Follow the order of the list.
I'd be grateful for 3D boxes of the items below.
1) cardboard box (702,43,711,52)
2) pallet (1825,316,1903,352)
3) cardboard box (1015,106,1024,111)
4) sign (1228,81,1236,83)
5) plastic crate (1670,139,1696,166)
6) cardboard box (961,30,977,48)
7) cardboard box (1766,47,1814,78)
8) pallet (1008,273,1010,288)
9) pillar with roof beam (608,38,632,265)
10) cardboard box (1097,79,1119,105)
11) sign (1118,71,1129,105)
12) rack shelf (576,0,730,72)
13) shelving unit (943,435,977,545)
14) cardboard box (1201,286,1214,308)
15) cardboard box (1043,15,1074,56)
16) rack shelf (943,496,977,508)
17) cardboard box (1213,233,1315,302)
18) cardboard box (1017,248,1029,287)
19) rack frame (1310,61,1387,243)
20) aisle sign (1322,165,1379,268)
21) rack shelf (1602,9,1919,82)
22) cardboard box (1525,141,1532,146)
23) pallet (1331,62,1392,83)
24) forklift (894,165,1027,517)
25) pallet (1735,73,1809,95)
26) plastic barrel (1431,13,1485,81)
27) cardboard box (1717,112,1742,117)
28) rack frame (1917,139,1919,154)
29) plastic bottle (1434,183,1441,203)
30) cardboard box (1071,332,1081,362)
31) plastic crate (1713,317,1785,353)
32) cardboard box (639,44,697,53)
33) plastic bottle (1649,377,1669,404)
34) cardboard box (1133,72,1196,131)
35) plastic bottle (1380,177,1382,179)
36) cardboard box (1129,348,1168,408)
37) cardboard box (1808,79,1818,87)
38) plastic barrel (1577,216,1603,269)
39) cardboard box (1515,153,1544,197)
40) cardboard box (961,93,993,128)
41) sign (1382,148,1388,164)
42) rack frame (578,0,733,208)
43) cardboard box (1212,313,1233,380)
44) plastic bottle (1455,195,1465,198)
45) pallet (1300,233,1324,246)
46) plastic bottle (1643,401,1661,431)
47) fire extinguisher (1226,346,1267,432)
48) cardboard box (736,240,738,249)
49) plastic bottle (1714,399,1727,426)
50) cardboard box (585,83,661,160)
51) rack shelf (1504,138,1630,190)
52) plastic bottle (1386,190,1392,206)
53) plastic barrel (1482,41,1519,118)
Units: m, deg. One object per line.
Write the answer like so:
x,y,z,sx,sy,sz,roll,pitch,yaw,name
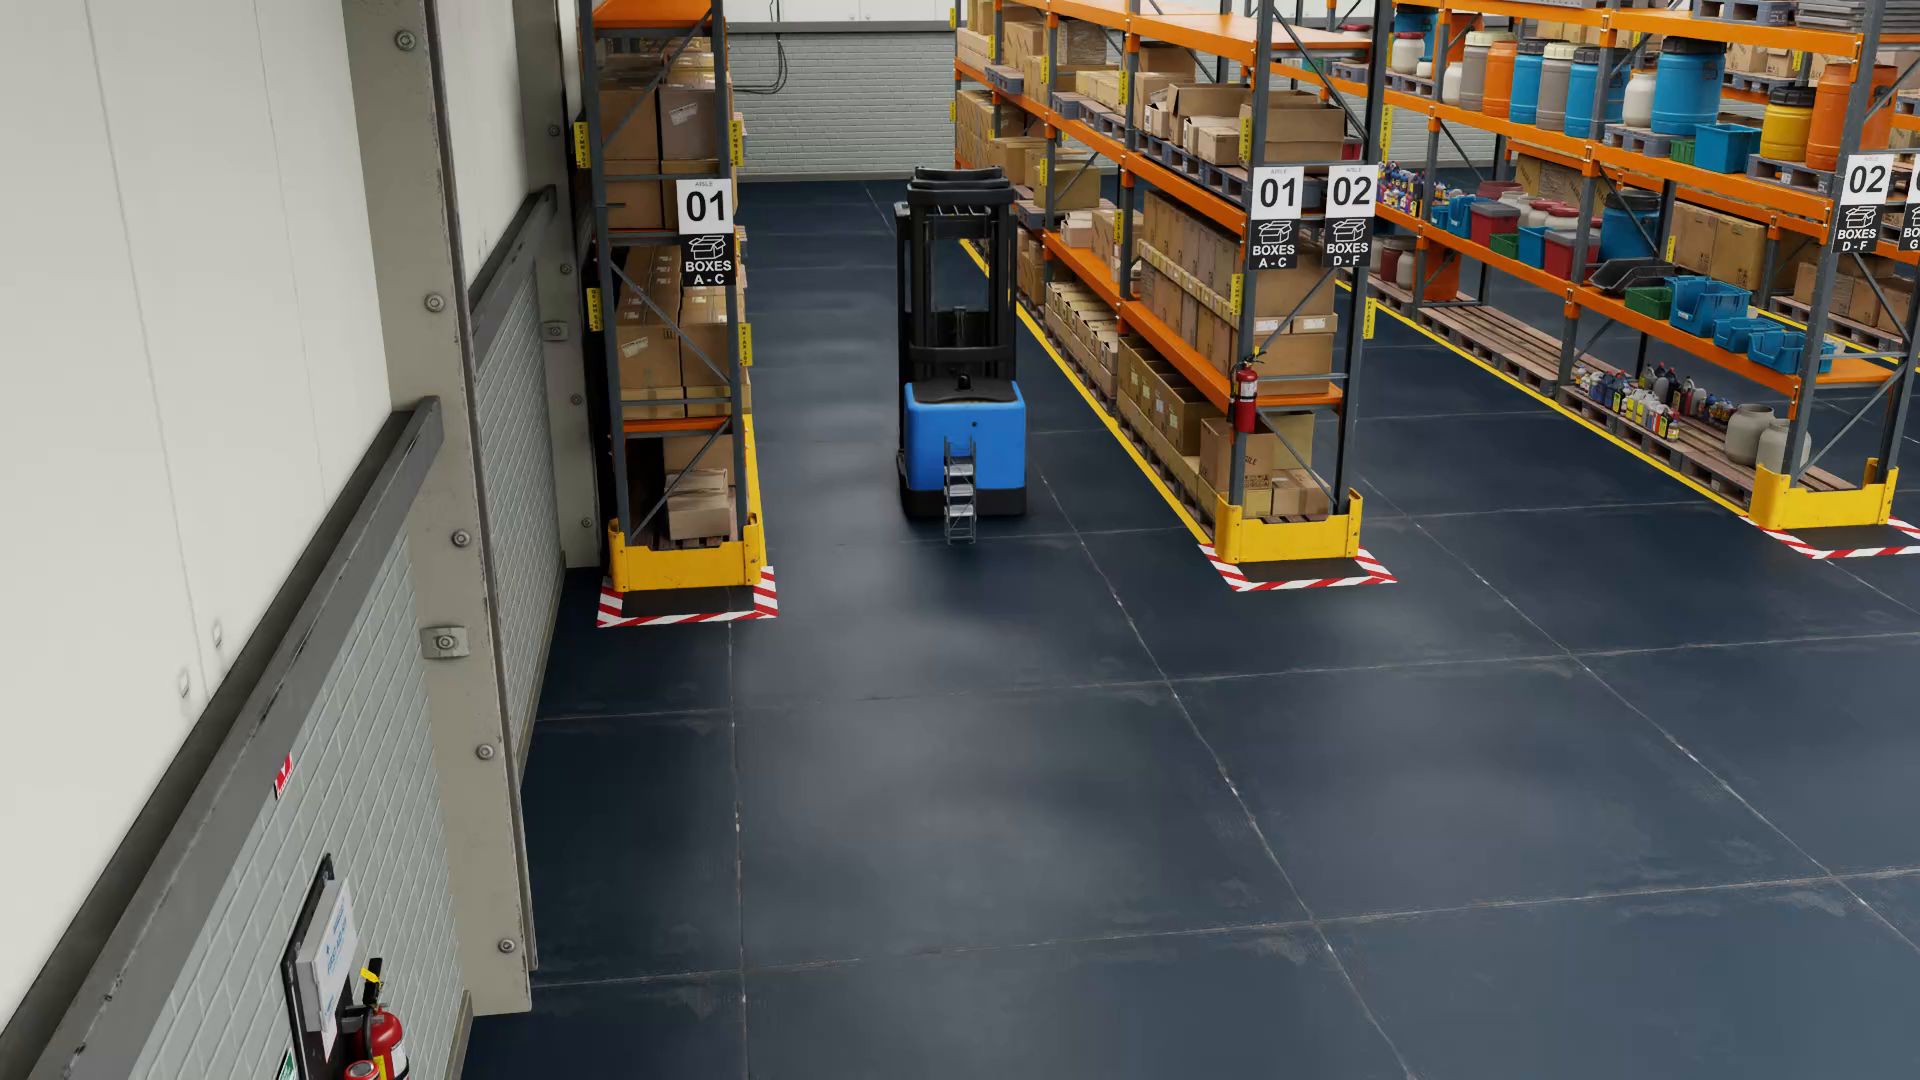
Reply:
-3.745,-7.040,23.963,0.500,0.250,0.500,-3,21,-8,cardboard box
11.658,-2.575,20.810,1.003,0.211,1.213,-3,21,-8,pallet
1.130,-6.332,25.310,0.500,0.500,0.500,-4,21,-9,cardboard box
2.697,-4.404,16.580,0.100,0.325,0.005,-3,21,-8,sign
7.008,-3.685,15.811,0.336,0.188,0.450,-3,21,-8,plastic crate
0.300,-8.050,26.695,0.500,0.250,0.500,-3,21,-8,cardboard box
11.216,-6.432,22.115,0.797,0.503,0.637,-2,21,-5,cardboard box
1.149,-3.874,24.288,1.003,0.211,1.213,-3,21,-8,pallet
-0.604,-8.436,23.940,9.100,9.000,0.400,-3,21,-8,pillar with roof beam
1.857,-5.074,18.841,0.500,0.250,0.500,-3,21,-9,cardboard box
1.612,-4.455,16.380,0.100,0.325,0.005,-3,21,-8,sign
-2.465,-4.219,13.683,1.077,0.370,4.000,-3,21,-8,rack shelf
-0.001,-0.424,14.066,0.258,0.900,0.210,-3,21,-8,shelving unit
2.332,-2.136,14.579,0.380,0.149,0.250,-2,21,-6,cardboard box
1.368,-6.500,21.475,0.500,0.500,0.500,-3,21,-8,cardboard box
-0.001,-0.309,14.109,0.258,0.077,0.200,-3,21,-8,rack shelf
2.581,-2.323,14.151,0.700,0.500,0.500,-3,21,-9,cardboard box
1.048,-3.783,23.002,0.500,0.500,0.500,-4,21,-10,cardboard box
5.897,-5.709,25.214,1.000,3.000,0.127,-3,21,-8,rack frame
3.037,-2.516,12.950,0.394,0.787,0.004,-3,21,-8,aisle sign
7.338,-4.533,15.091,1.077,0.370,4.000,-3,21,-8,rack shelf
10.022,-6.909,28.787,0.380,0.149,0.250,-3,21,-9,cardboard box
6.107,-6.759,24.009,1.213,0.211,1.003,-3,21,-8,pallet
-0.044,-2.046,15.504,1.130,2.935,3.031,-1,21,-4,forklift
11.229,-6.111,22.273,1.213,0.211,1.003,-2,21,-5,pallet
6.395,-6.324,21.360,0.600,0.830,0.708,-3,21,-8,plastic barrel
10.986,-6.017,24.461,0.797,0.503,0.637,-3,21,-7,cardboard box
15.721,-6.174,26.459,1.000,3.000,0.127,-3,21,-8,rack frame
6.608,-4.791,22.942,0.097,0.271,0.097,0,20,0,plastic bottle
1.584,-2.257,19.301,0.500,0.250,0.500,-2,21,-7,cardboard box
7.170,-1.868,15.143,0.499,0.251,0.408,-3,21,-8,plastic crate
-3.585,-5.828,20.475,0.700,0.500,0.500,-4,21,-11,cardboard box
7.313,-1.578,17.419,0.152,0.276,0.135,-3,21,-8,plastic bottle
1.960,-4.217,15.990,0.500,0.500,0.500,-1,21,-3,cardboard box
5.914,-4.967,23.411,0.097,0.271,0.097,0,20,0,plastic bottle
1.985,-1.601,16.475,0.500,0.500,0.500,-3,21,-8,cardboard box
11.191,-5.733,21.207,0.500,0.250,0.500,-3,21,-7,cardboard box
7.129,-3.345,18.691,0.433,0.535,0.433,0,20,0,plastic barrel
10.393,-6.328,29.307,0.875,0.875,0.875,-3,21,-8,cardboard box
0.304,-7.013,27.134,0.500,0.500,0.500,-3,21,-7,cardboard box
6.442,-5.866,25.239,0.100,0.325,0.005,-3,21,-8,sign
-2.177,-3.865,11.703,1.000,3.000,0.127,-3,21,-8,rack frame
2.589,-1.696,14.328,0.700,0.500,0.500,-2,21,-6,cardboard box
6.580,-4.424,21.952,0.152,0.276,0.135,-3,21,-8,plastic bottle
5.753,-4.655,26.379,1.003,0.211,1.213,-3,21,-8,pallet
6.899,-1.235,16.499,0.152,0.276,0.135,-3,21,-9,plastic bottle
2.282,-1.205,13.266,0.296,0.674,0.183,-3,21,-8,fire extinguisher
-2.379,-2.582,15.956,0.500,0.500,0.500,-3,21,-8,cardboard box
7.610,-1.279,16.624,0.097,0.271,0.097,0,20,0,plastic bottle
-2.498,-3.120,12.396,0.500,0.500,0.500,-2,21,-5,cardboard box
10.510,-6.314,27.863,1.077,0.370,4.000,-3,21,-8,rack shelf
5.877,-4.673,22.723,0.097,0.201,0.097,0,20,0,plastic bottle
6.471,-5.409,19.509,0.600,0.830,0.708,-3,21,-8,plastic barrel
